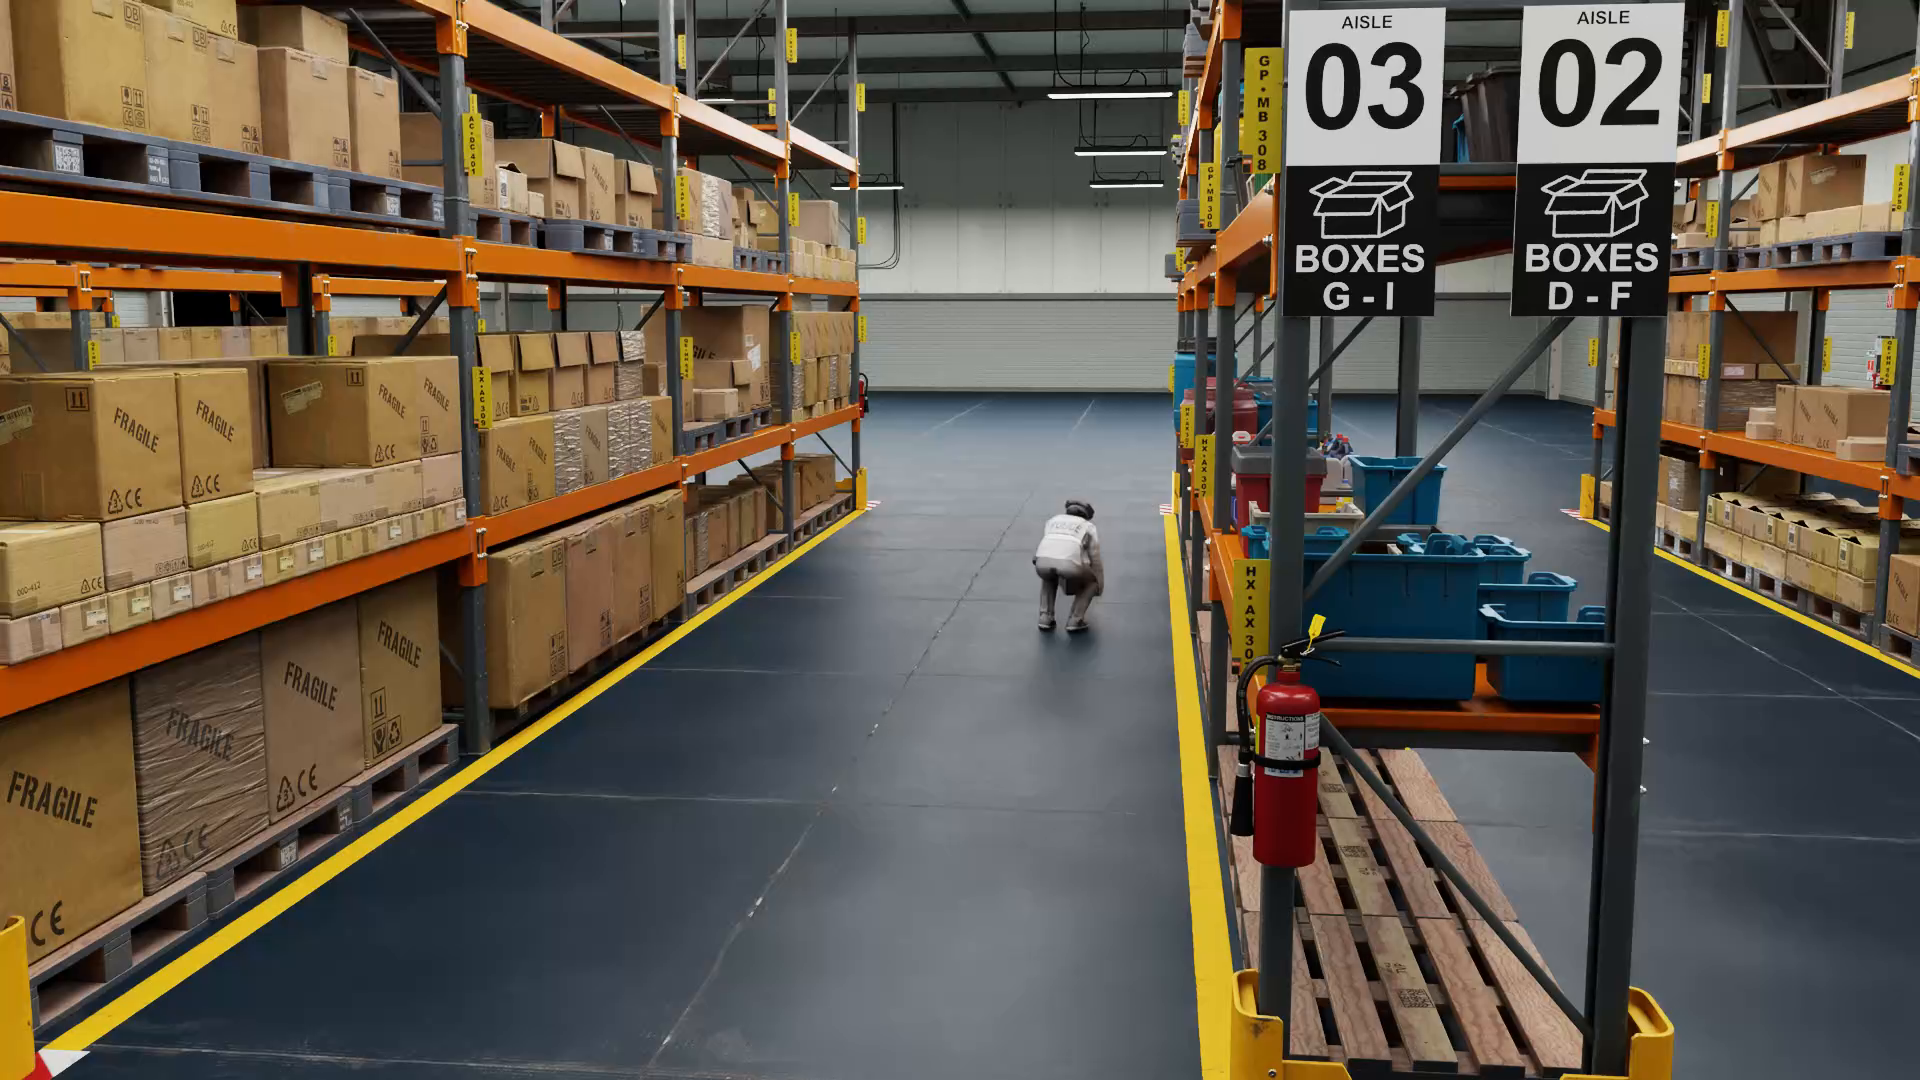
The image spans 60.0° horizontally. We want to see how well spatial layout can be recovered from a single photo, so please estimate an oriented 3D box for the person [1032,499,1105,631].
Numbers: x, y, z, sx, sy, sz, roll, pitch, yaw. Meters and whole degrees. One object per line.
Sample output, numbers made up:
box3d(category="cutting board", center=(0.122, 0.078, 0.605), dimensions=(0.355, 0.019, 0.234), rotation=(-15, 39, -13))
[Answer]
box3d(category="person", center=(0.854, 0.192, 13.003), dimensions=(0.459, 0.970, 0.906), rotation=(3, 8, 22))
